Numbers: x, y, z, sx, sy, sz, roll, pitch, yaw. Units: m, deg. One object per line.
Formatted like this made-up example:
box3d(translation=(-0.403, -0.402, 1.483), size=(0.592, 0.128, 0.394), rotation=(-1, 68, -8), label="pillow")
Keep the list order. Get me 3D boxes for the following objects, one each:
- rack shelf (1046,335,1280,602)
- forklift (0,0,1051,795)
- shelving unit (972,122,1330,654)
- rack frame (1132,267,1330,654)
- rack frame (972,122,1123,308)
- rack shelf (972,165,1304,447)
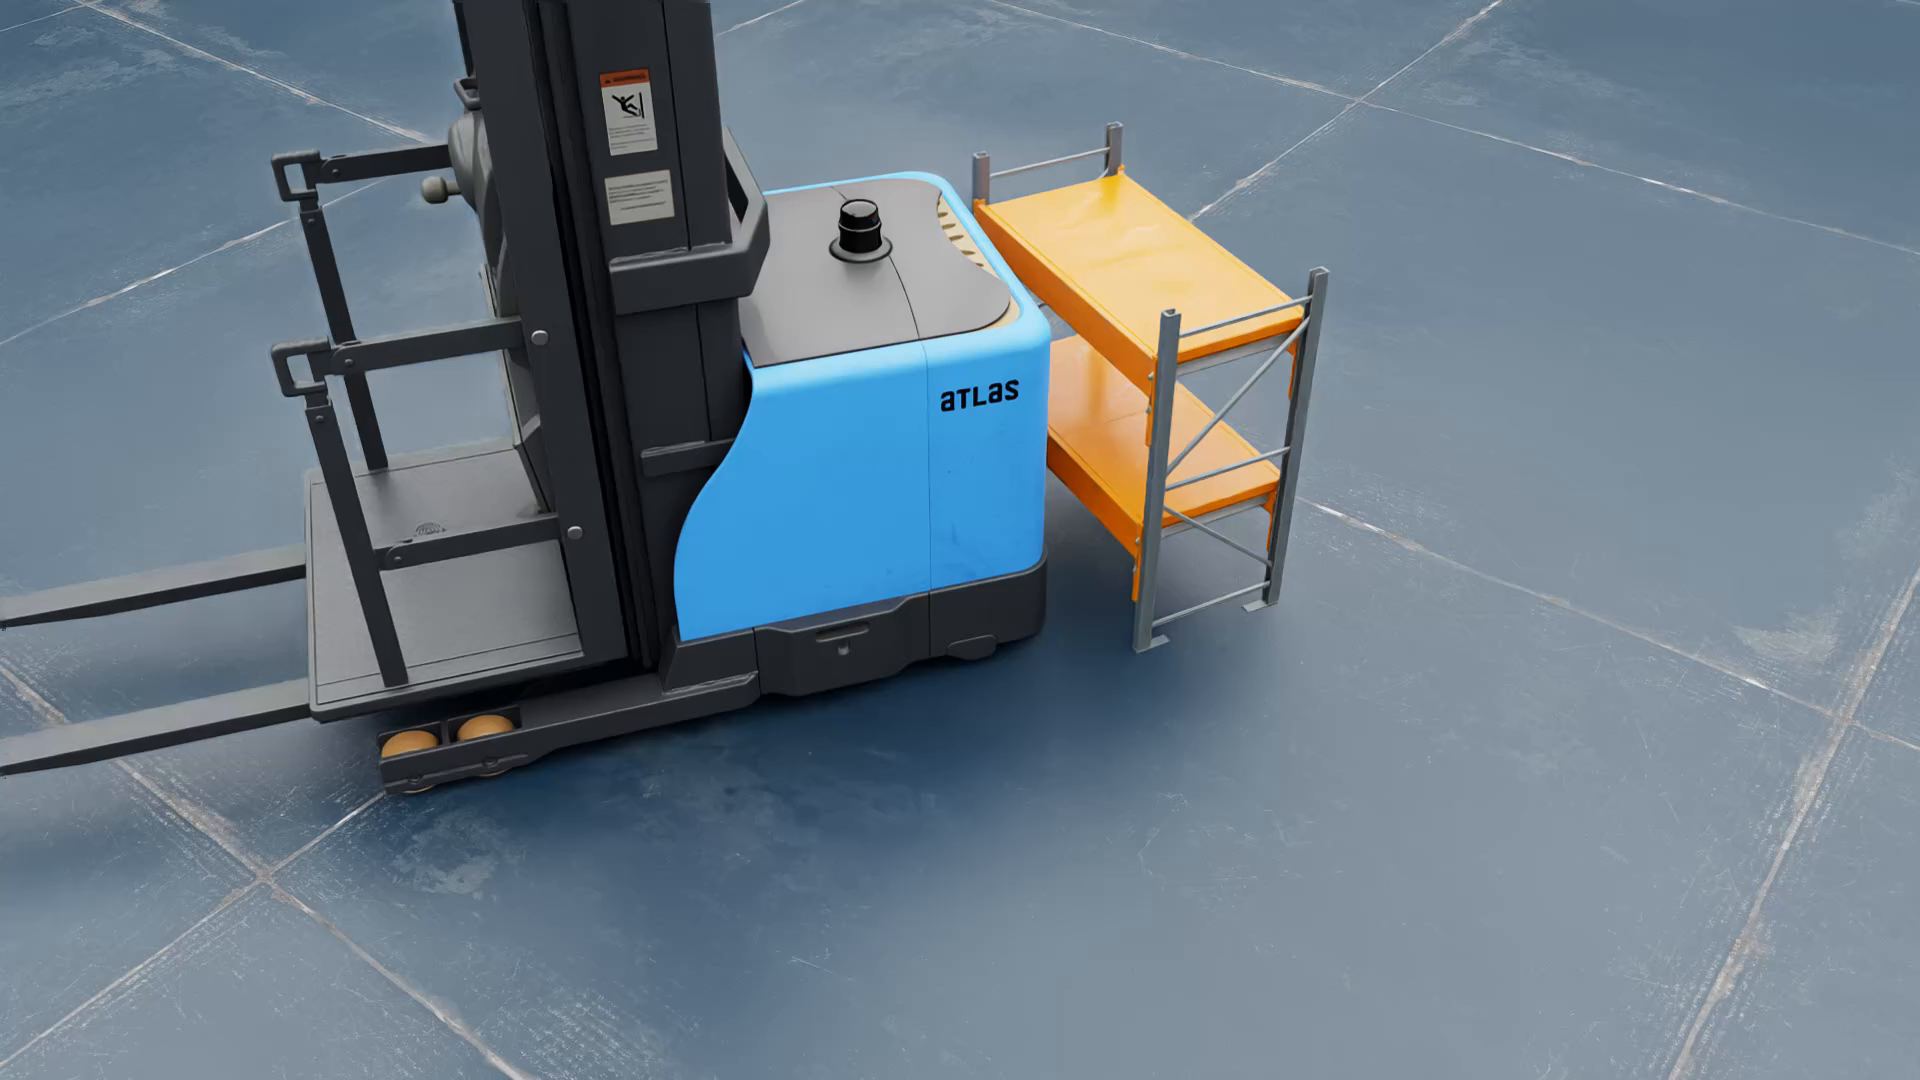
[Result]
box3d(translation=(0.498, -0.278, 5.089), size=(0.538, 0.278, 1.000), rotation=(-18, 41, -21), label="rack shelf")
box3d(translation=(-1.327, -0.852, 3.961), size=(3.031, 2.935, 1.130), rotation=(-11, 39, -14), label="forklift")
box3d(translation=(0.498, -0.470, 4.938), size=(0.538, 1.125, 1.048), rotation=(-18, 41, -21), label="shelving unit")
box3d(translation=(0.731, -0.192, 4.582), size=(0.500, 1.125, 0.032), rotation=(-18, 41, -21), label="rack frame")
box3d(translation=(0.265, -0.749, 5.294), size=(0.500, 1.125, 0.032), rotation=(-18, 41, -21), label="rack frame")
box3d(translation=(0.498, -0.701, 4.758), size=(0.538, 0.278, 1.000), rotation=(-18, 41, -21), label="rack shelf")
